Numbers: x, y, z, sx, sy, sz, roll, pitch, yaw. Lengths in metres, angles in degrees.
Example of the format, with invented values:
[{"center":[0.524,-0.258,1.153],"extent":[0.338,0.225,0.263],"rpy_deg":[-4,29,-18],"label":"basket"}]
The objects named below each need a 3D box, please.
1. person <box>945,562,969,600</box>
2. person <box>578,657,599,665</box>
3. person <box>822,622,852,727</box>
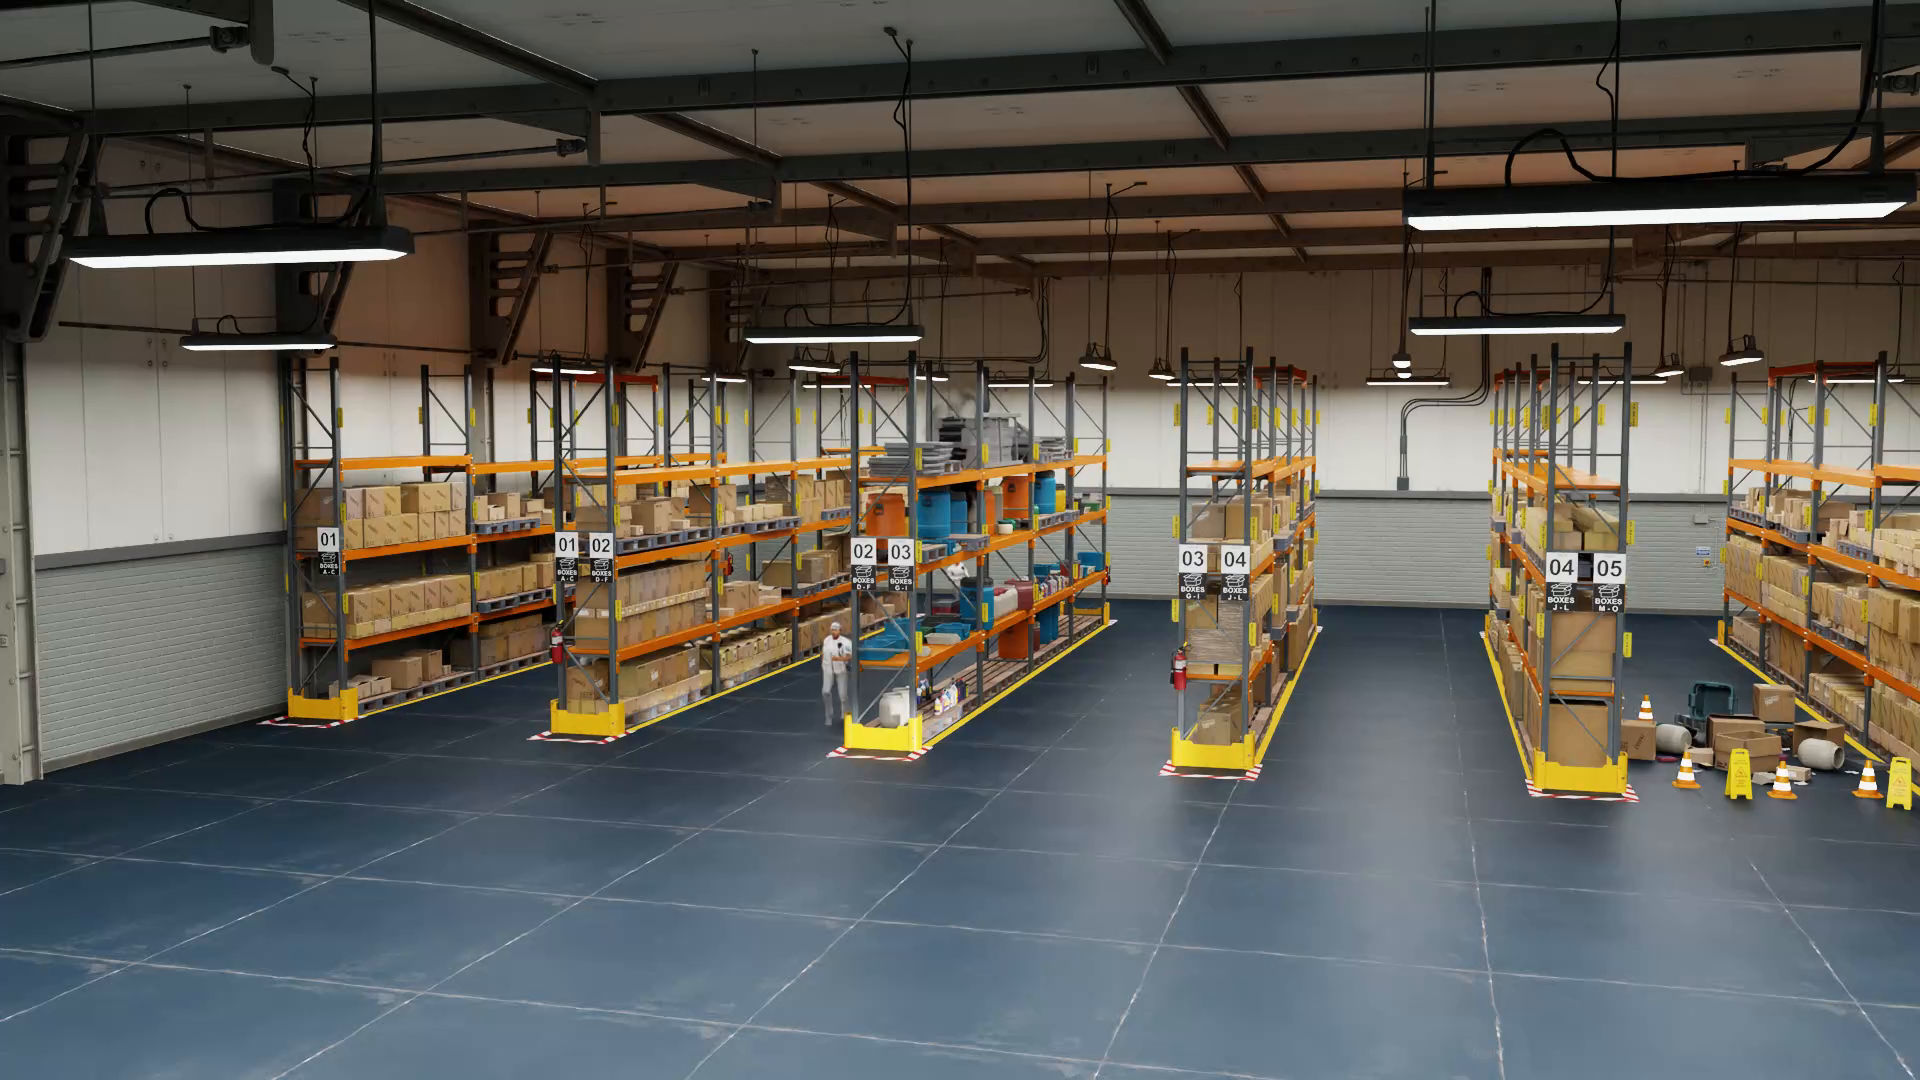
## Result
[{"center":[-0.074,1.171,41.094],"extent":[0.630,1.708,0.854],"rpy_deg":[-1,4,-16],"label":"person"},{"center":[-6.602,1.928,29.926],"extent":[0.710,1.757,0.563],"rpy_deg":[2,4,20],"label":"person"},{"center":[-2.020,2.191,27.142],"extent":[0.571,1.716,0.798],"rpy_deg":[1,4,10],"label":"person"}]
